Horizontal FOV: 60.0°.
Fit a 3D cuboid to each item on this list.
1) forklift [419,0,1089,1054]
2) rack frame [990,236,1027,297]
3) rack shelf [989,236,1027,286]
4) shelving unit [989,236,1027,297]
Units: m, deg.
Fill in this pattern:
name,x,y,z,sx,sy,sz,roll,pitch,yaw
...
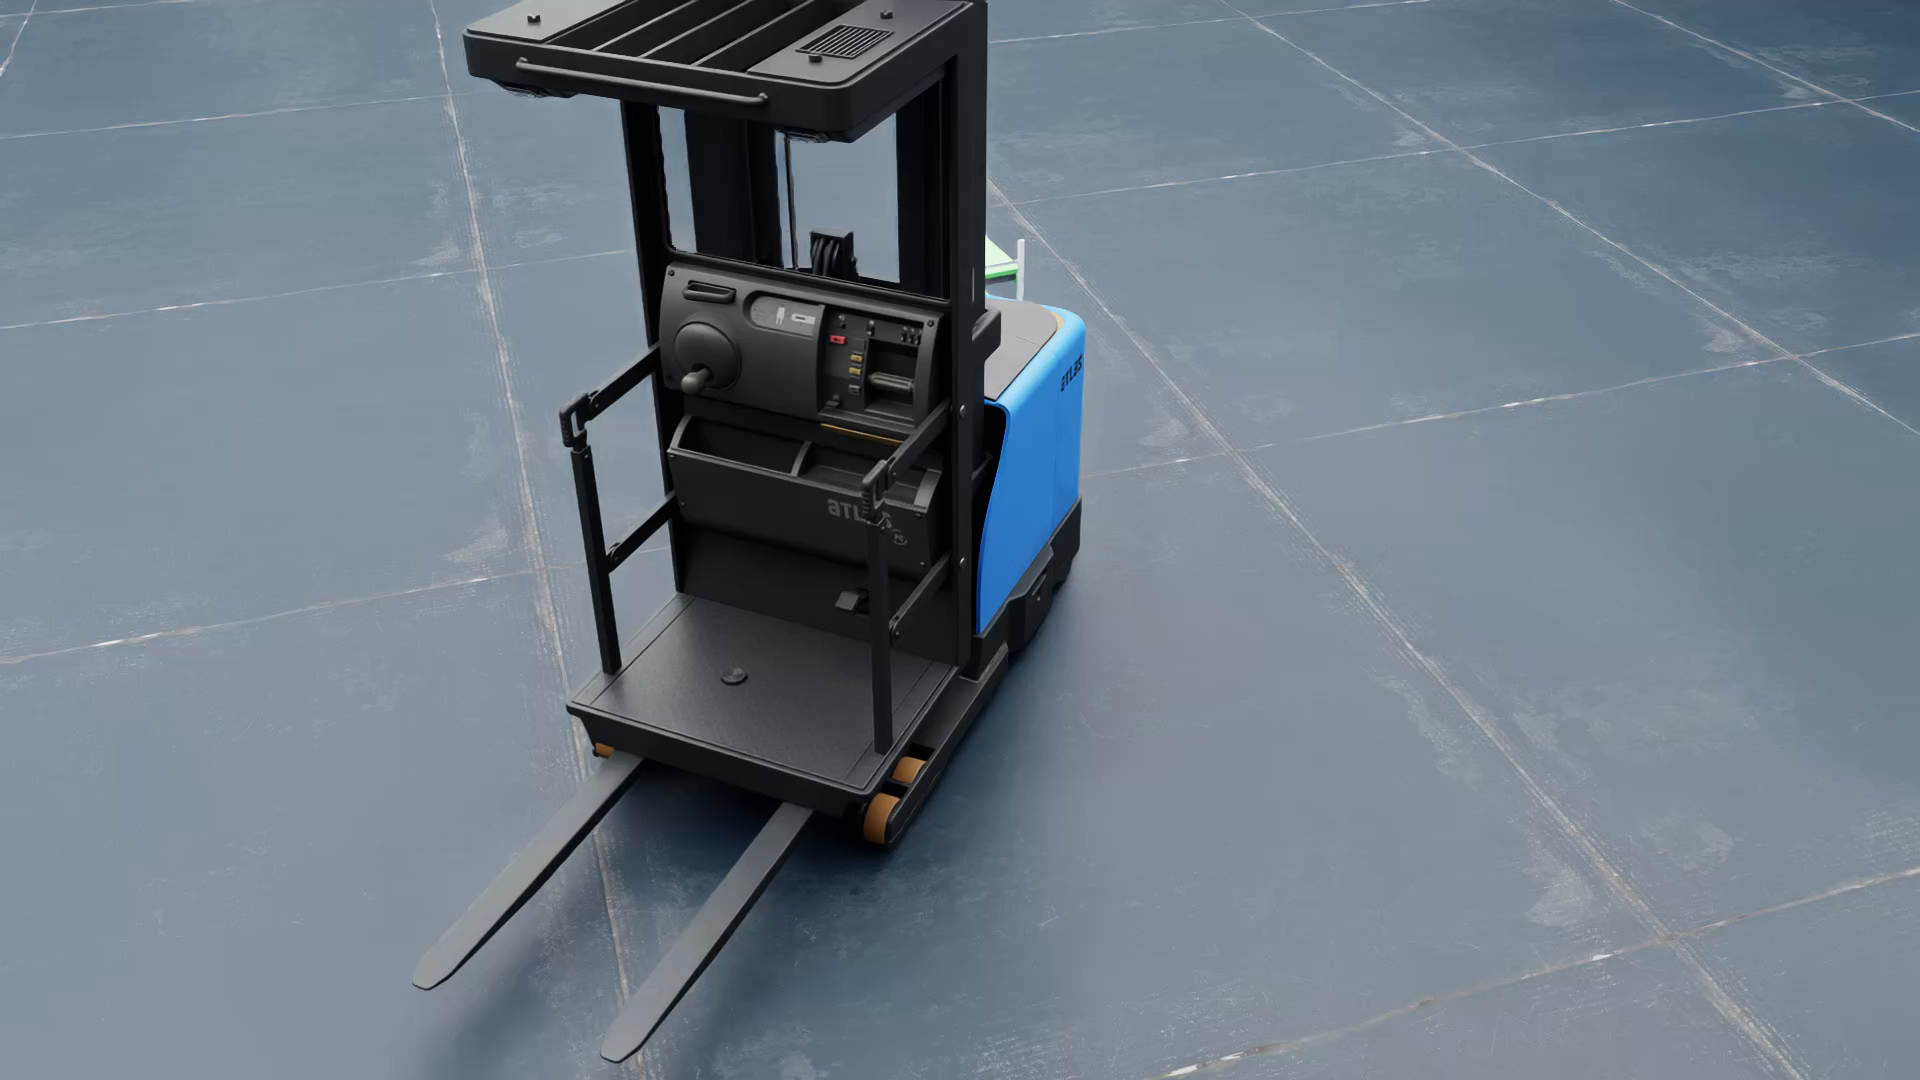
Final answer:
name,x,y,z,sx,sy,sz,roll,pitch,yaw
forklift,-0.568,-0.539,4.907,1.130,2.935,3.031,14,36,20
rack frame,0.143,-0.626,6.609,0.240,1.200,0.015,-14,36,-20
rack shelf,0.041,-1.095,6.564,0.258,0.148,0.480,-14,36,-20
shelving unit,0.041,-0.748,6.794,0.258,1.200,0.503,-14,36,-20
